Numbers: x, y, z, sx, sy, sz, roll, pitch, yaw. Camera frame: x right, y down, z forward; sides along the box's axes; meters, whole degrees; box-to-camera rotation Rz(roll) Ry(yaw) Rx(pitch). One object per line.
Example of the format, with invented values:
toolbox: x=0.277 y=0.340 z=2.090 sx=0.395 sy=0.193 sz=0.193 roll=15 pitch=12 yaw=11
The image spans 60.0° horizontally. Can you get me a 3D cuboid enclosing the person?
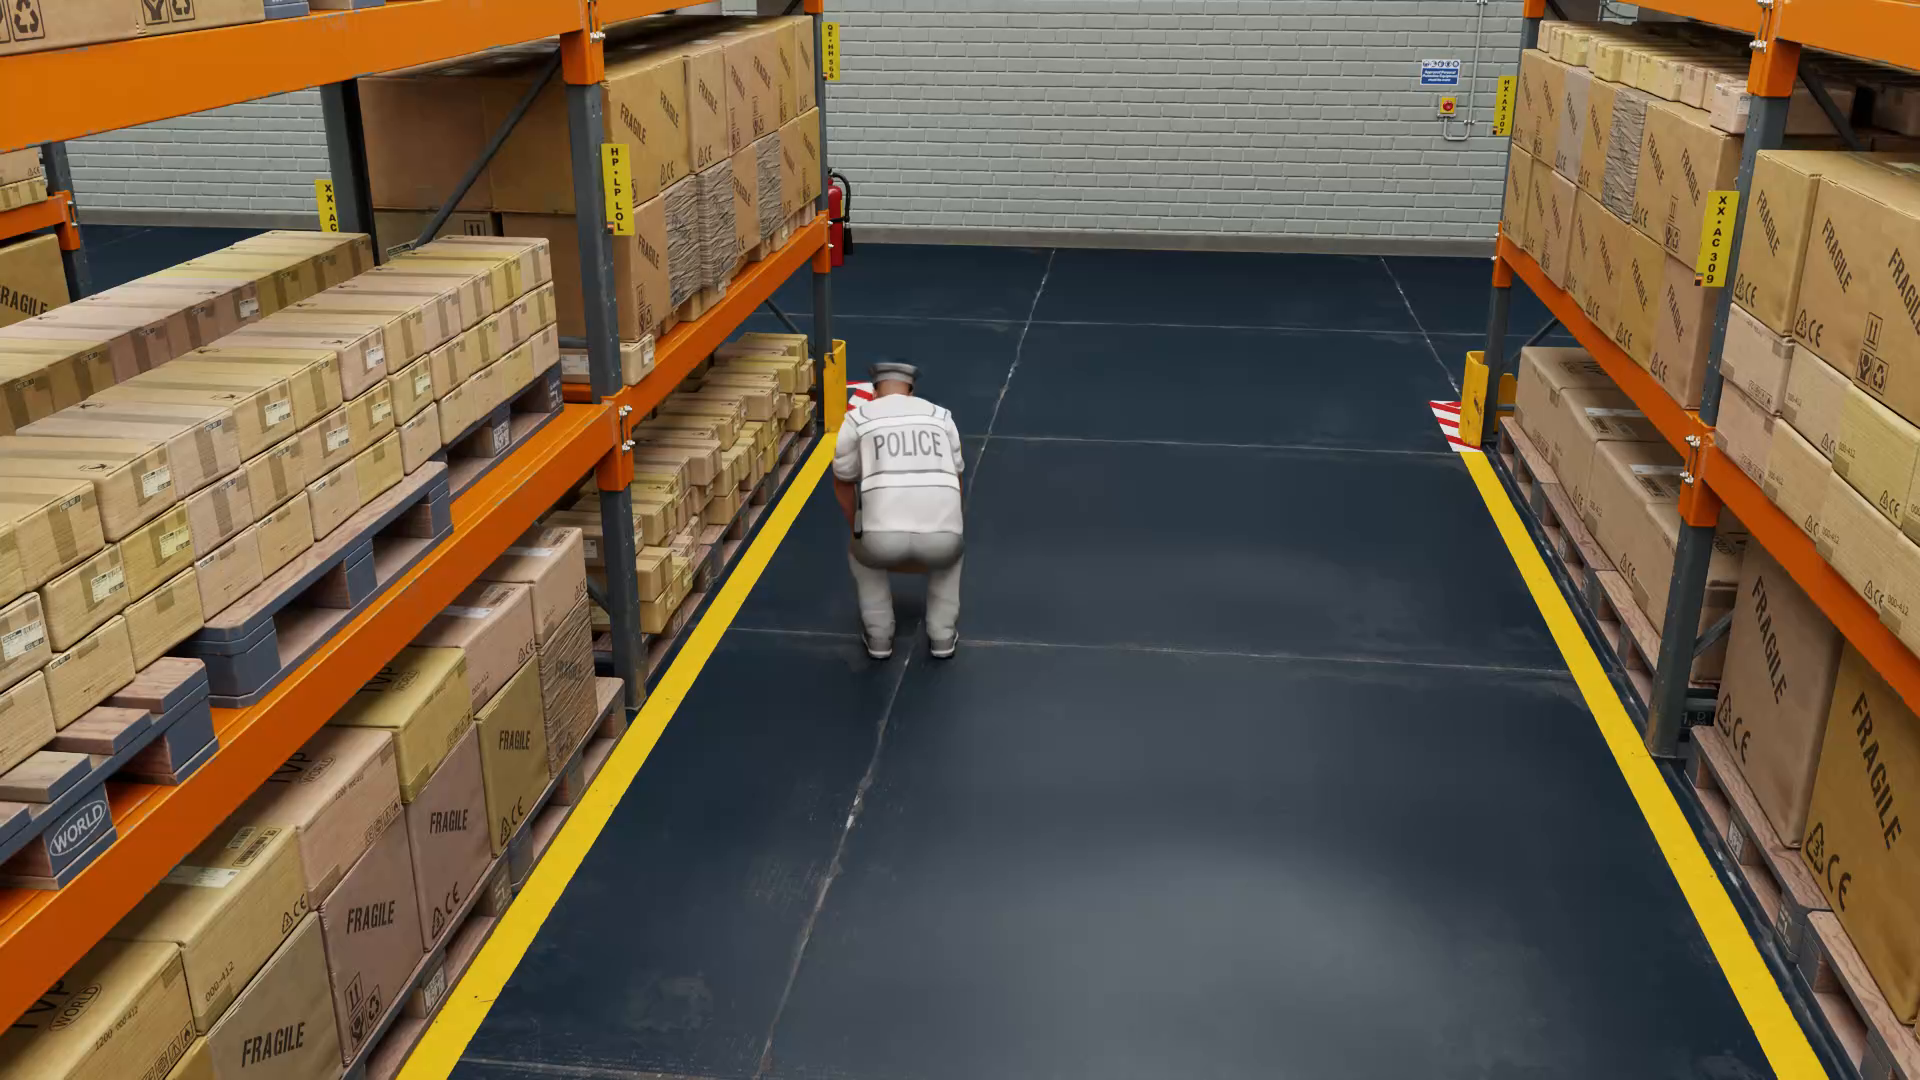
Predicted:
person: x=-0.261 y=-0.124 z=7.187 sx=0.577 sy=1.190 sz=0.898 roll=-1 pitch=21 yaw=-2
